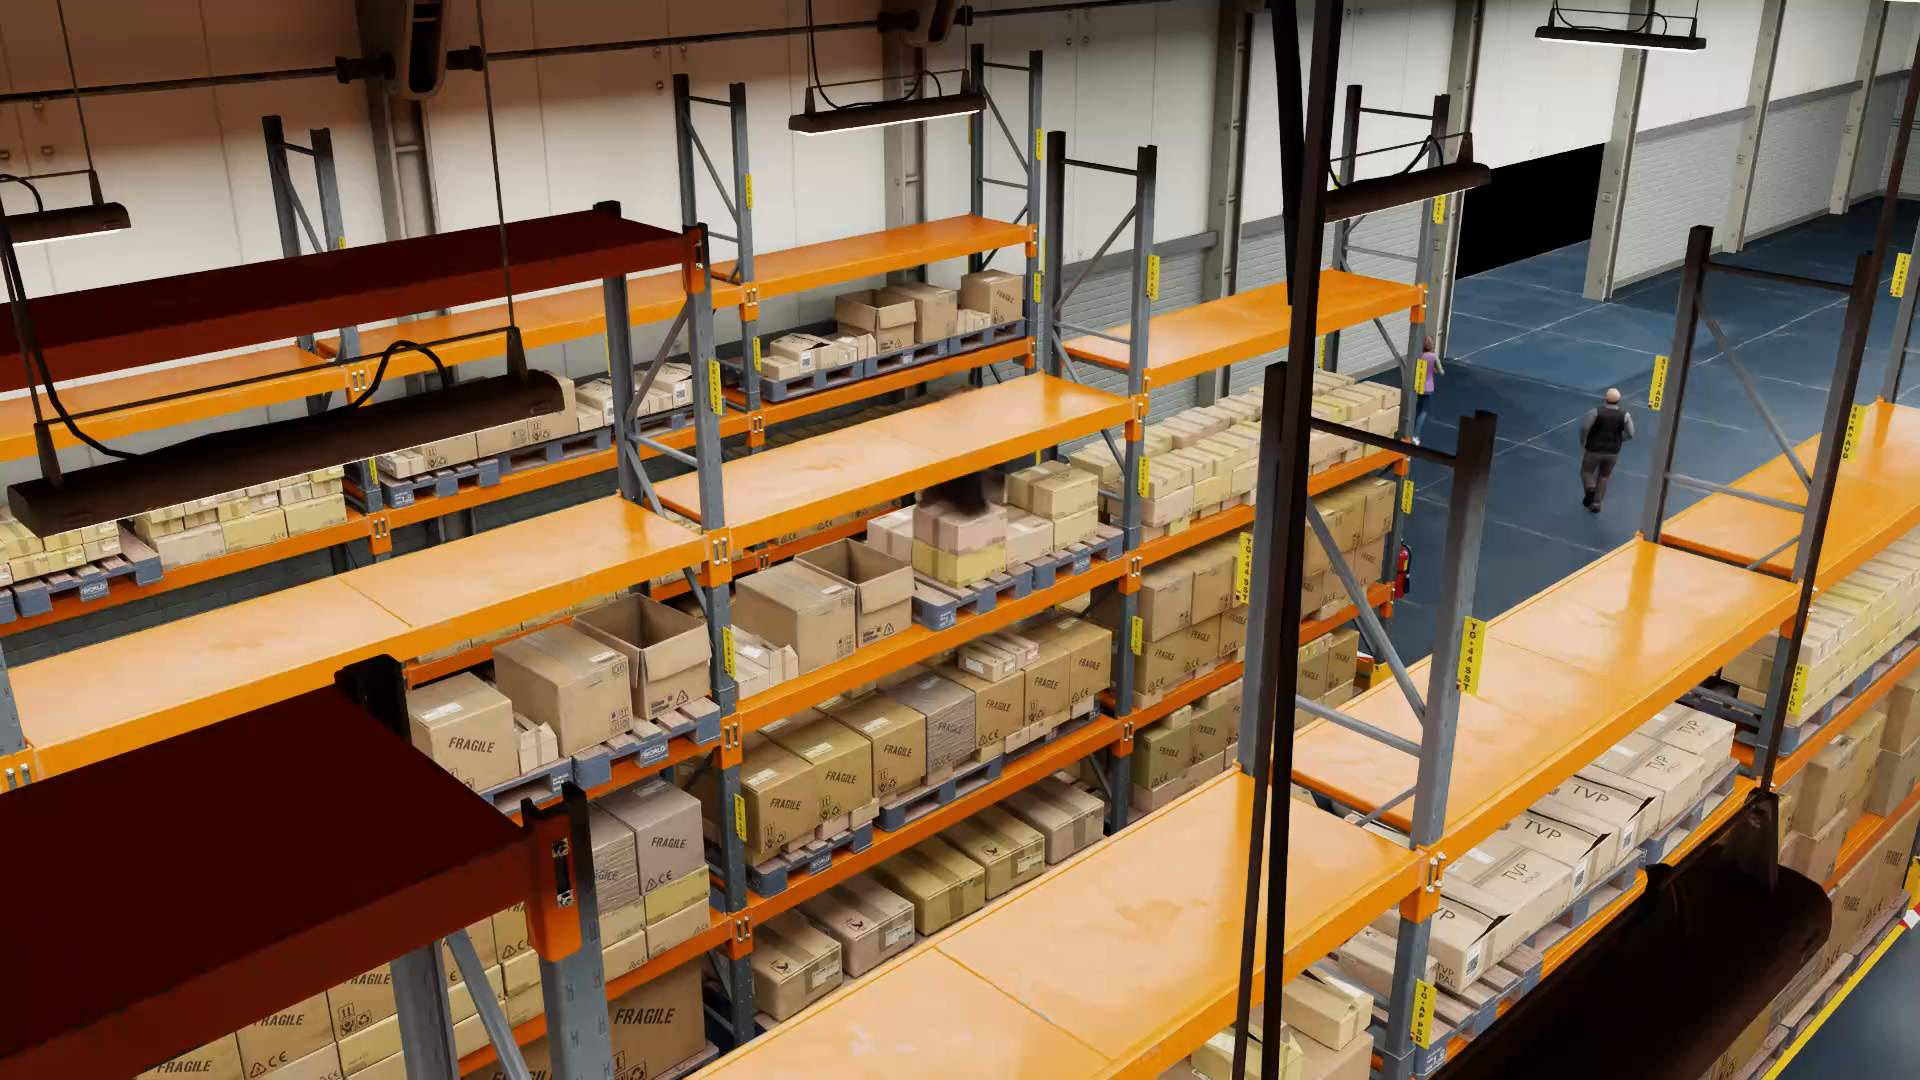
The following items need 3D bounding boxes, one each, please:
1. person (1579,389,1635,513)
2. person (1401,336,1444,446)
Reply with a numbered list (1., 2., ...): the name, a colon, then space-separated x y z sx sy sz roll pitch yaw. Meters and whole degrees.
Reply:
1. person: 8.284 -1.138 21.439 0.691 1.685 0.609 5 23 11
2. person: 6.617 -2.125 23.865 0.558 1.595 0.815 10 25 23
